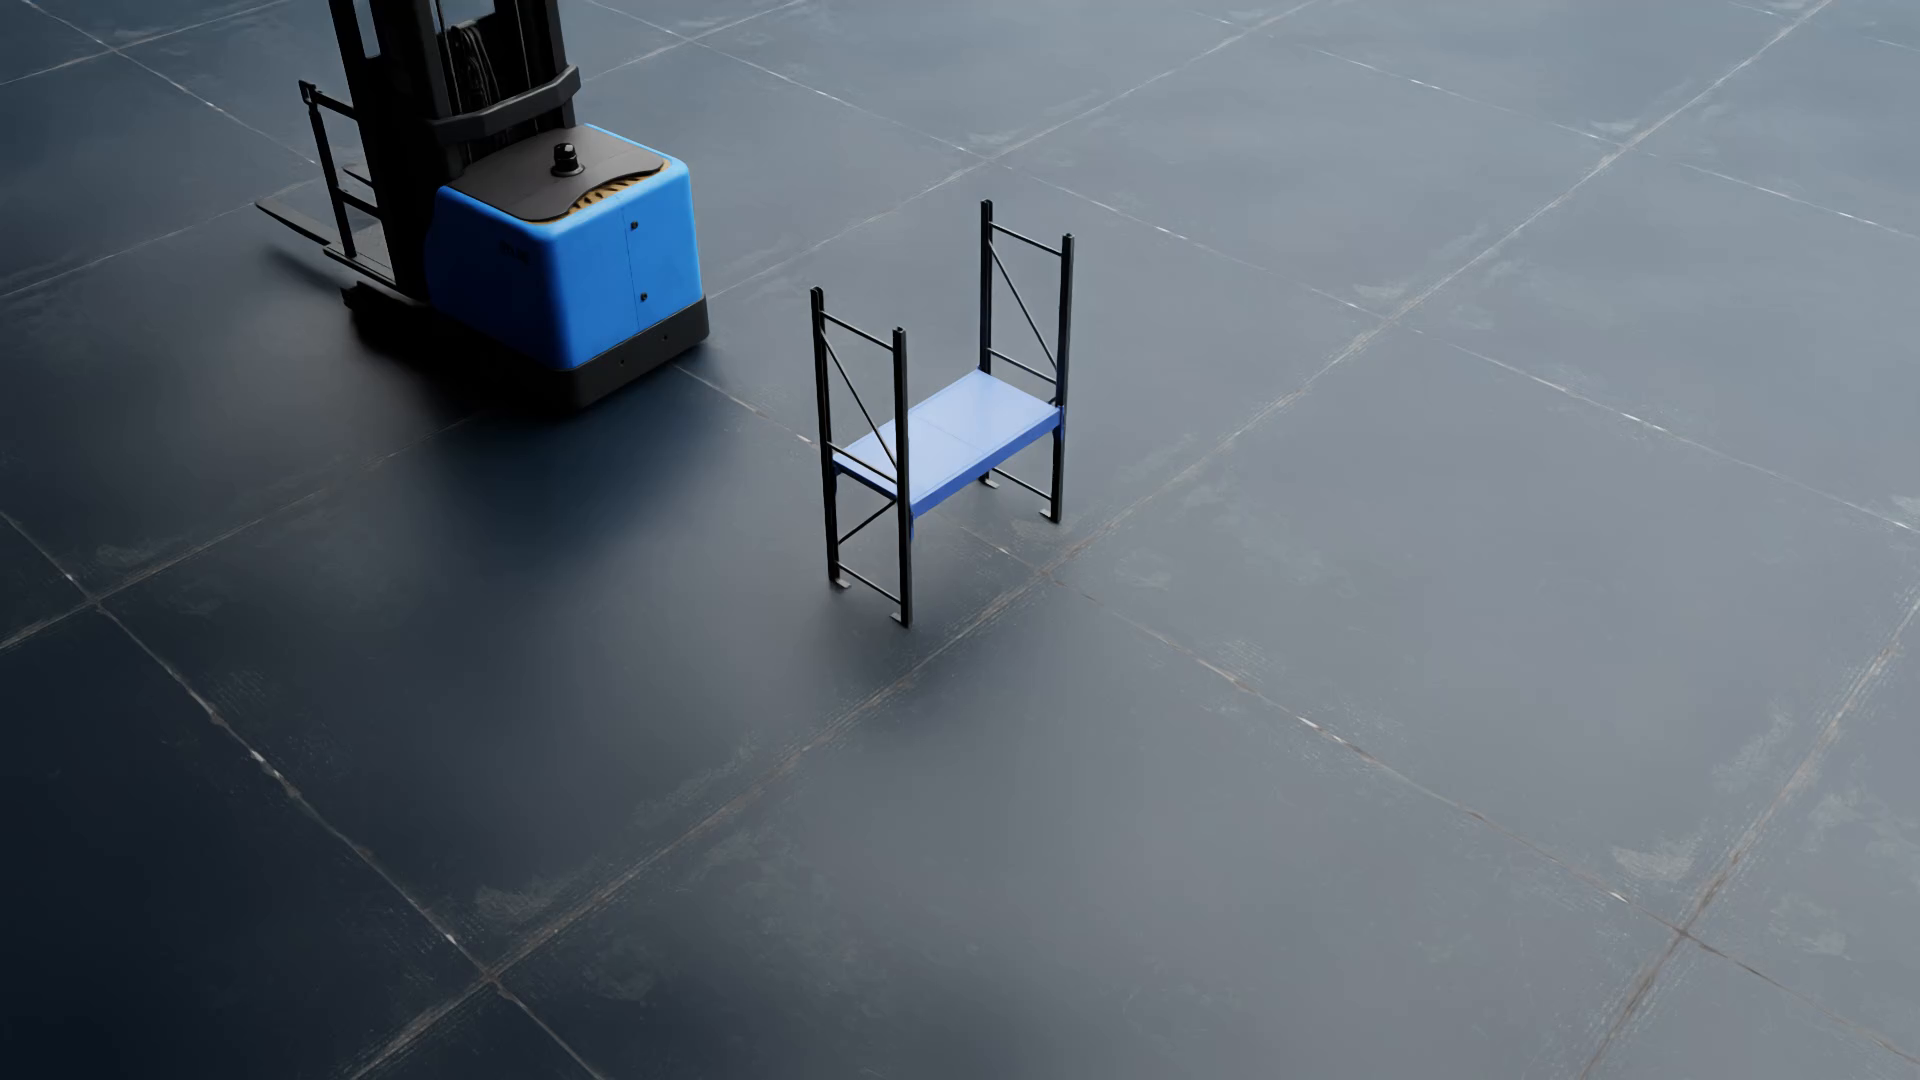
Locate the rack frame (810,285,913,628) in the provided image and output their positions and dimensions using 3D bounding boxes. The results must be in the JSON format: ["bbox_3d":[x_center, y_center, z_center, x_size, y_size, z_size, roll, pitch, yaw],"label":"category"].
[{"bbox_3d":[-0.400,-0.314,6.940,0.500,1.500,0.032,30,47,32],"label":"rack frame"}]

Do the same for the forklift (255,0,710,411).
[{"bbox_3d":[-2.828,-2.564,8.620,3.031,2.935,1.130,27,46,29],"label":"forklift"}]

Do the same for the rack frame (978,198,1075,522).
[{"bbox_3d":[0.285,-0.781,7.528,0.500,1.500,0.032,30,47,32],"label":"rack frame"}]

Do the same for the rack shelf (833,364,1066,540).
[{"bbox_3d":[-0.058,-0.407,7.346,0.538,0.185,1.000,30,47,32],"label":"rack shelf"}]

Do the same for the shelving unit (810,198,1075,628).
[{"bbox_3d":[-0.058,-0.548,7.234,0.538,1.500,1.048,30,47,32],"label":"shelving unit"}]
